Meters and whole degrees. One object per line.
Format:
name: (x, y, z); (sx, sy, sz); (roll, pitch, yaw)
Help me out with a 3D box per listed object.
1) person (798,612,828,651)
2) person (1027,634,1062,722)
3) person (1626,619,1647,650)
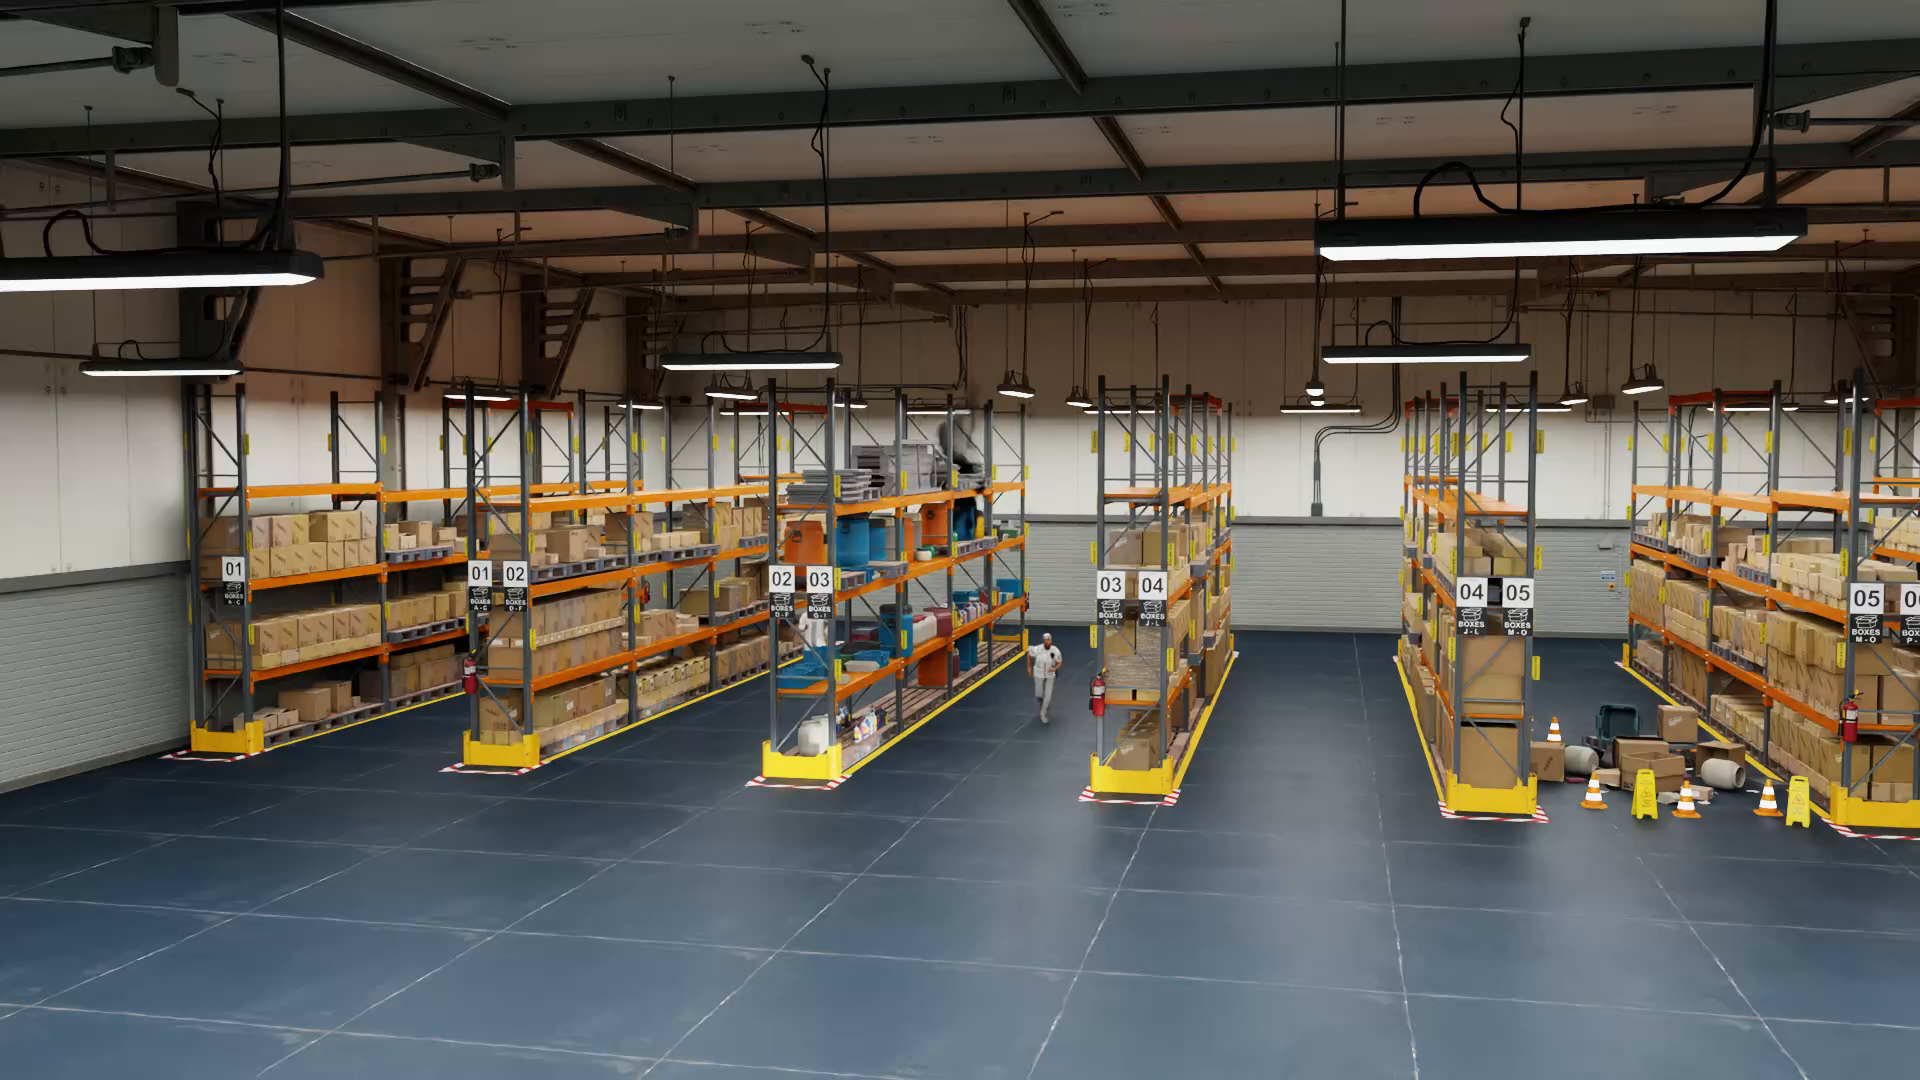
person: (-3.012, 2.146, 34.487); (0.685, 1.826, 0.777); (0, 3, 5)
person: (1.528, 2.492, 30.059); (0.645, 1.620, 0.624); (0, 3, 5)
person: (15.832, 1.938, 38.663); (0.739, 1.741, 0.753); (3, 4, 39)
